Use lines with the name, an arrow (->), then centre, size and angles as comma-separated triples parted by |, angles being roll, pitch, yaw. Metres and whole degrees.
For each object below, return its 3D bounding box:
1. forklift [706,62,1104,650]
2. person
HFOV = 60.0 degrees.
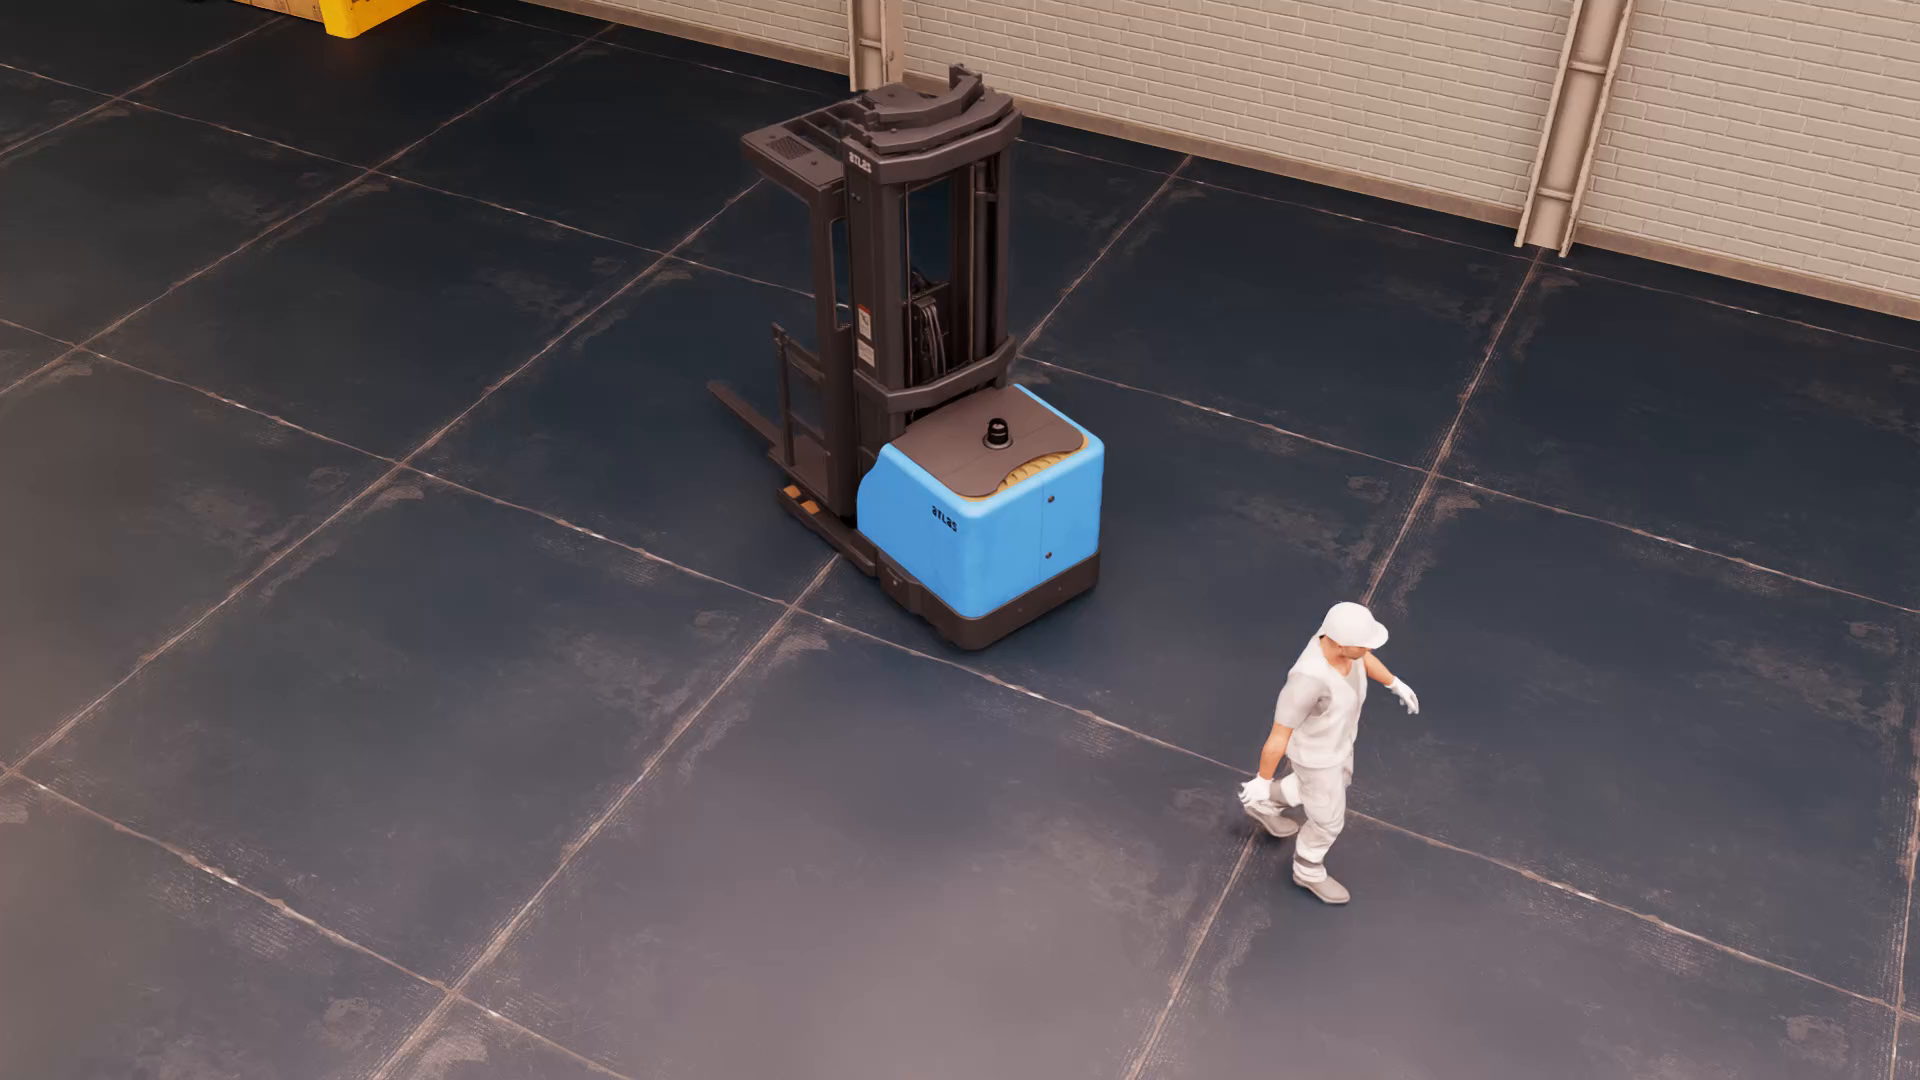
forklift -> -0.496, -1.382, 9.628 | 1.130, 2.935, 3.031 | -28, 47, -29
person -> 1.685, 0.957, 7.756 | 0.683, 1.764, 0.880 | 19, 44, 21
